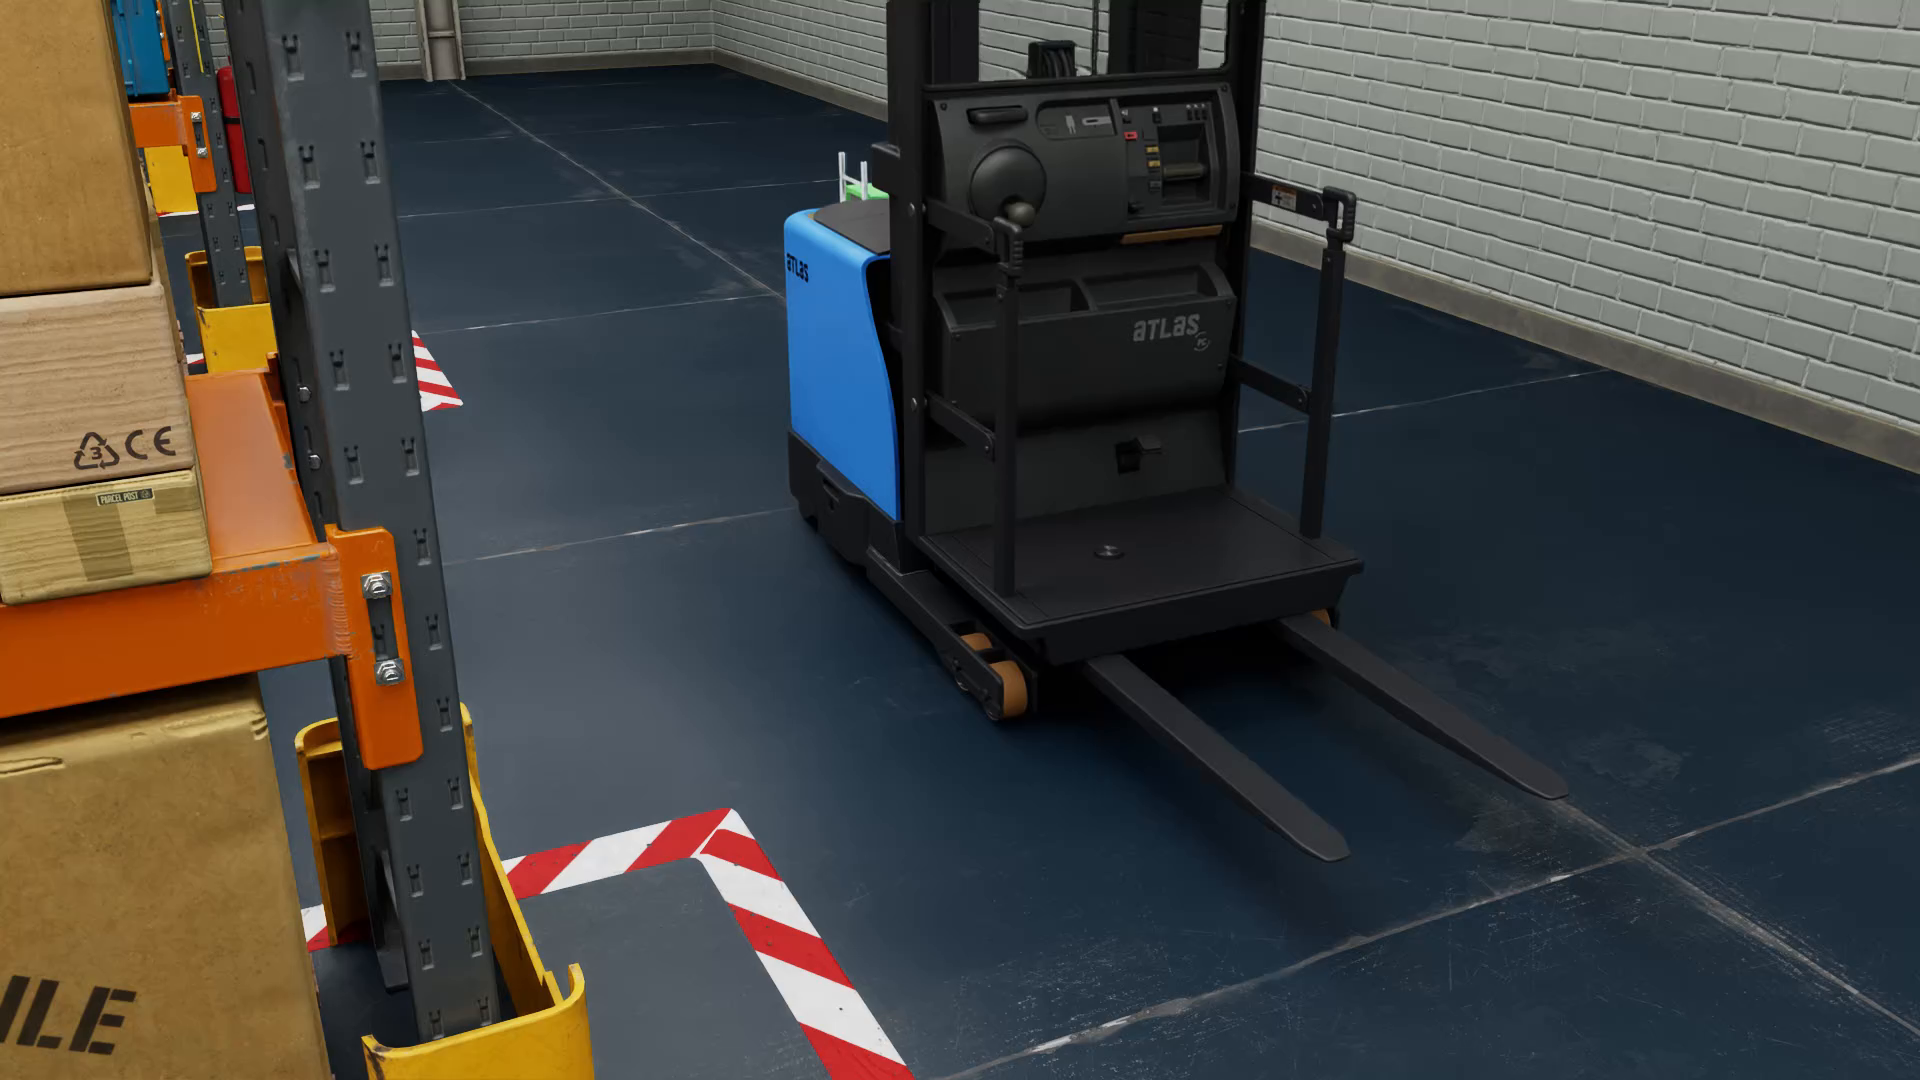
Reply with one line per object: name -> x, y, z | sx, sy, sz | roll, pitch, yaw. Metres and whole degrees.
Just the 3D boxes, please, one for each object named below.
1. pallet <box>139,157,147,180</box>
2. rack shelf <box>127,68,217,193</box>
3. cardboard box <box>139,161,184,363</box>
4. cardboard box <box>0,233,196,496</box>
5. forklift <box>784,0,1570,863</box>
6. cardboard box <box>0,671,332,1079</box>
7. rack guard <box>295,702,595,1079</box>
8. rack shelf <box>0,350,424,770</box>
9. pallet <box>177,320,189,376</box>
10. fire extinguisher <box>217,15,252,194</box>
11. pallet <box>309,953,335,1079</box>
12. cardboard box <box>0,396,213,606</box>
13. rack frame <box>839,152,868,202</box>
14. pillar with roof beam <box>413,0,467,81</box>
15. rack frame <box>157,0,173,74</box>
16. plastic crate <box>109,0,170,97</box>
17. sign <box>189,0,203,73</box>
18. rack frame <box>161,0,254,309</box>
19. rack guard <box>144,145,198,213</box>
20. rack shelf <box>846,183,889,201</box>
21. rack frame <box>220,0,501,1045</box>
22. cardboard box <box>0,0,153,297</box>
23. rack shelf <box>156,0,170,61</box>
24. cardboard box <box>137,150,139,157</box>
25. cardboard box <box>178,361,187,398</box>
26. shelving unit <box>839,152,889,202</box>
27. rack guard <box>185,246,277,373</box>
pallet -> -6.096, -2.336, 11.117 | 1.213, 0.211, 1.003 | -10, 25, -24
rack shelf -> -4.967, -1.397, 6.145 | 4.000, 0.370, 1.077 | -10, 25, -24
cardboard box -> -1.566, -0.436, 2.689 | 0.500, 0.250, 0.500 | -11, 25, -25
cardboard box -> -1.338, -0.251, 2.242 | 0.500, 0.250, 0.500 | -11, 25, -24
forklift -> 0.457, -1.047, 4.447 | 1.130, 2.935, 3.031 | -10, 24, -23
cardboard box -> -1.558, 0.567, 2.688 | 0.875, 0.875, 0.875 | -10, 25, -24
rack guard -> -0.995, 0.796, 3.173 | 0.348, 0.500, 1.175 | -10, 25, -24
rack shelf -> -2.819, 0.309, 2.021 | 4.000, 0.370, 1.077 | -10, 25, -24
pallet -> -3.924, -0.650, 7.044 | 1.213, 0.211, 1.003 | -10, 25, -24
fire extinguisher -> -2.832, -1.722, 6.577 | 0.183, 0.674, 0.296 | -10, 25, -24
pallet -> -1.703, 1.093, 2.833 | 1.213, 0.211, 1.003 | -10, 25, -24
cardboard box -> -1.194, -0.066, 2.316 | 0.250, 0.149, 0.380 | -10, 24, -23
rack frame -> -0.379, -0.800, 6.114 | 0.015, 1.200, 0.240 | -10, 24, -23
pillar with roof beam -> -3.536, -7.510, 12.127 | 0.400, 9.000, 9.100 | -10, 25, -24
rack frame -> -5.309, -3.769, 10.934 | 0.127, 3.000, 1.000 | -10, 25, -24
plastic crate -> -3.385, -1.986, 6.501 | 0.499, 0.435, 0.616 | -10, 25, -24
sign -> -2.911, -1.950, 6.326 | 0.005, 0.325, 0.100 | -10, 25, -24
rack frame -> -3.165, -2.062, 6.808 | 0.127, 3.000, 1.000 | -10, 25, -24
rack guard -> -5.378, -2.602, 11.382 | 0.348, 0.500, 1.175 | -10, 25, -24
rack shelf -> -0.157, -1.224, 6.049 | 0.480, 0.148, 0.258 | -10, 24, -23
rack frame -> -1.016, -0.355, 2.685 | 0.127, 3.000, 1.000 | -10, 25, -24
cardboard box -> -1.341, -0.598, 2.099 | 0.500, 0.500, 0.500 | -10, 25, -23
rack shelf -> -7.112, -3.105, 10.270 | 4.000, 0.370, 1.077 | -10, 25, -24
cardboard box -> -5.836, -2.704, 11.513 | 0.250, 0.149, 0.380 | -10, 25, -24
cardboard box -> -1.479, -0.293, 2.865 | 0.250, 0.149, 0.380 | -10, 25, -23
shelving unit -> -0.157, -0.839, 6.208 | 0.503, 1.200, 0.258 | -10, 24, -23
rack guard -> -3.149, -0.915, 7.307 | 0.348, 0.500, 1.175 | -10, 25, -24
